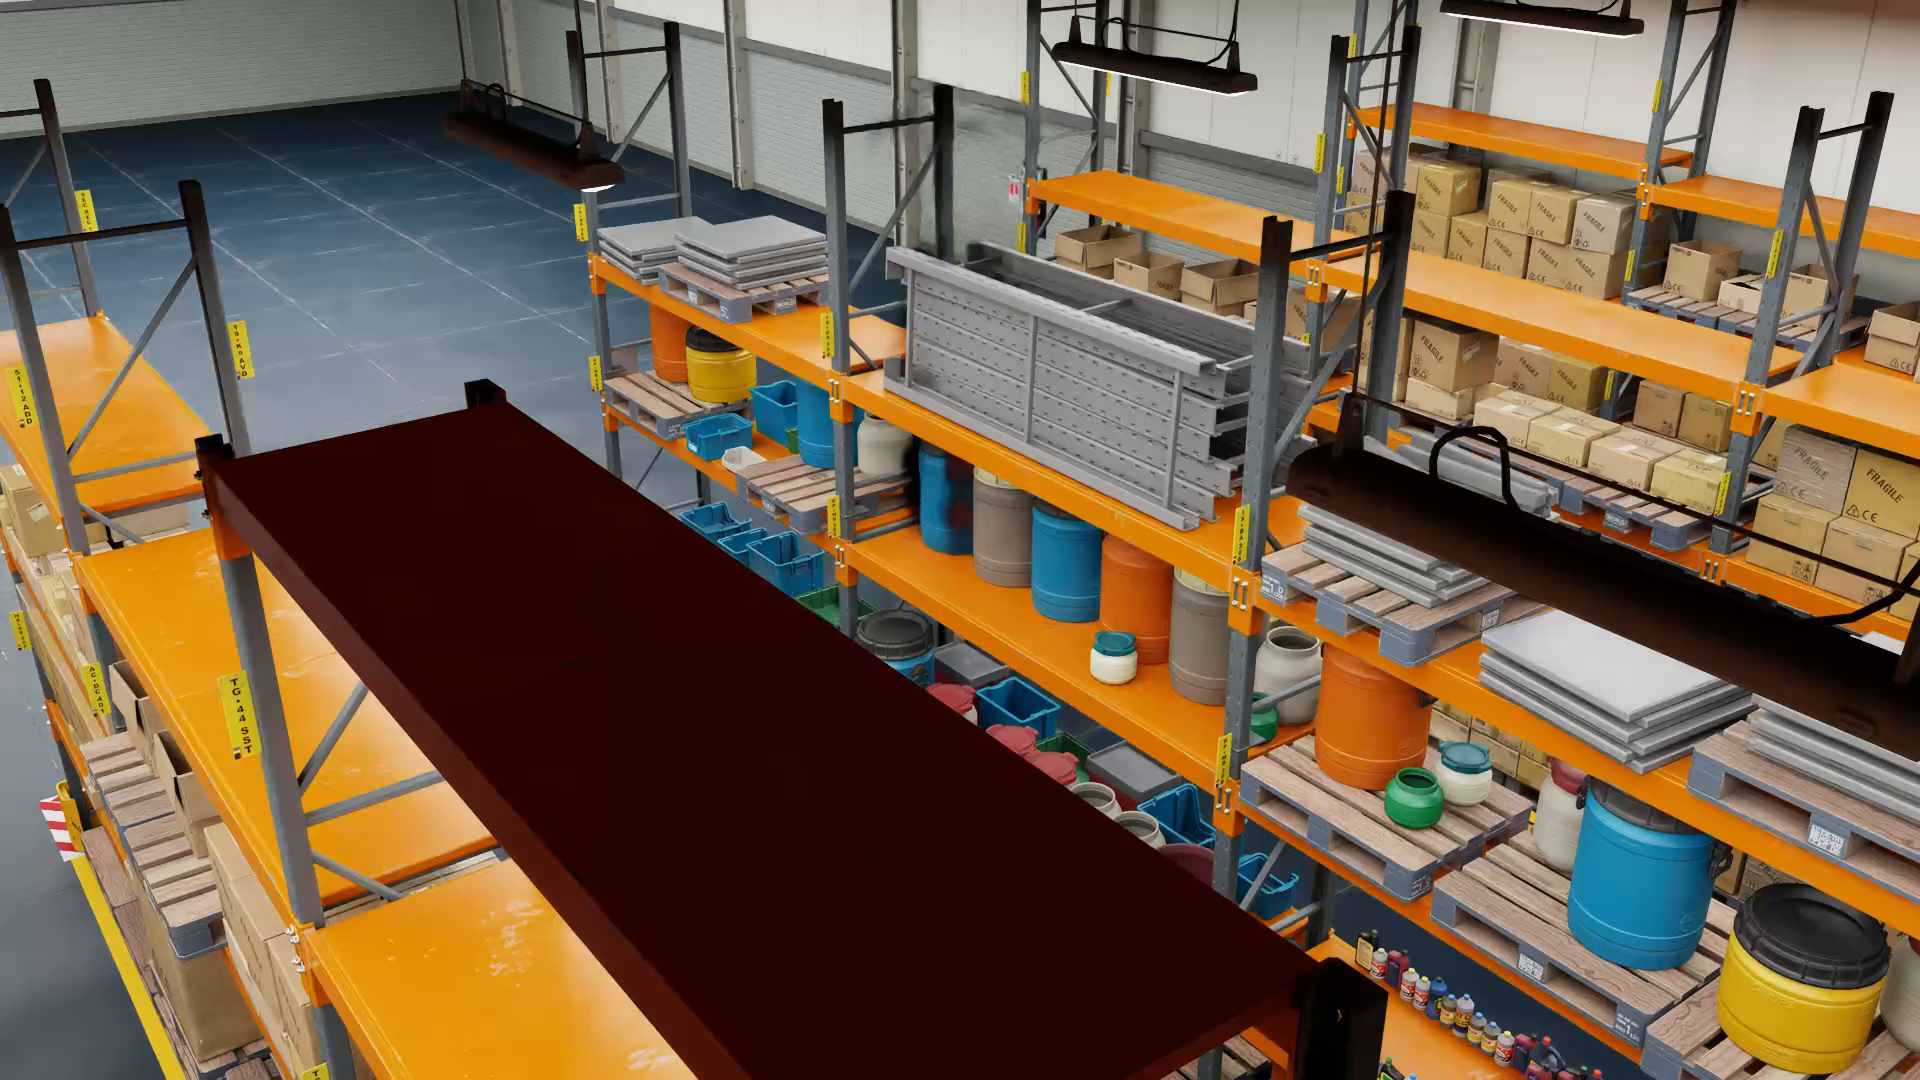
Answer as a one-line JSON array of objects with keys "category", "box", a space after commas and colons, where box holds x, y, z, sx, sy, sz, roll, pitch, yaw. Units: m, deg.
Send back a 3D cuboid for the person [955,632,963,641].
[{"category": "person", "box": [0.013, 0.848, 15.174, 0.611, 1.697, 0.765, -13, 28, -26]}]
